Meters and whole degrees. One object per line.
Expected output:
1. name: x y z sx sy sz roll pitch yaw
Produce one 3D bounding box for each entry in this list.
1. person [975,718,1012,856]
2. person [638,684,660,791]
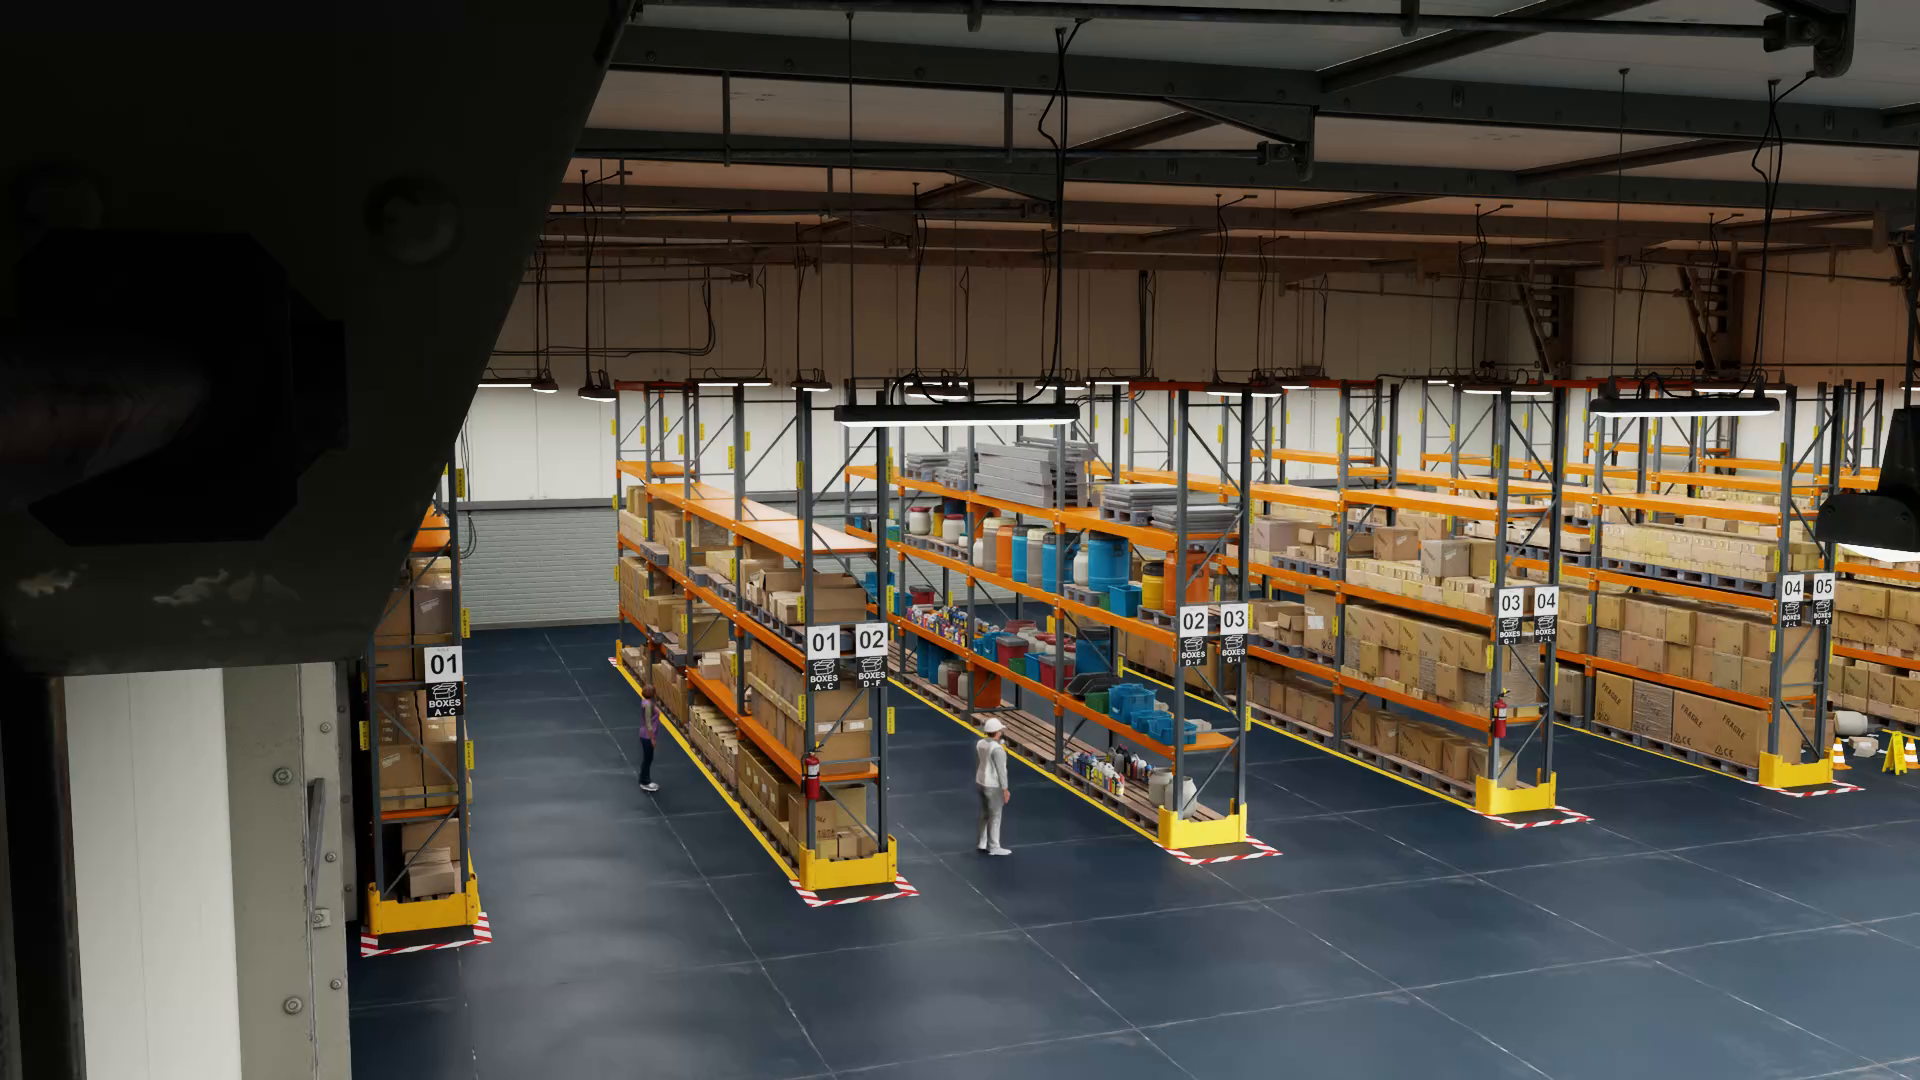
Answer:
1. person: 0.419 3.219 21.526 0.374 1.854 0.624 -3 7 -29
2. person: -4.624 2.927 24.714 0.351 1.604 0.464 -1 6 -5
